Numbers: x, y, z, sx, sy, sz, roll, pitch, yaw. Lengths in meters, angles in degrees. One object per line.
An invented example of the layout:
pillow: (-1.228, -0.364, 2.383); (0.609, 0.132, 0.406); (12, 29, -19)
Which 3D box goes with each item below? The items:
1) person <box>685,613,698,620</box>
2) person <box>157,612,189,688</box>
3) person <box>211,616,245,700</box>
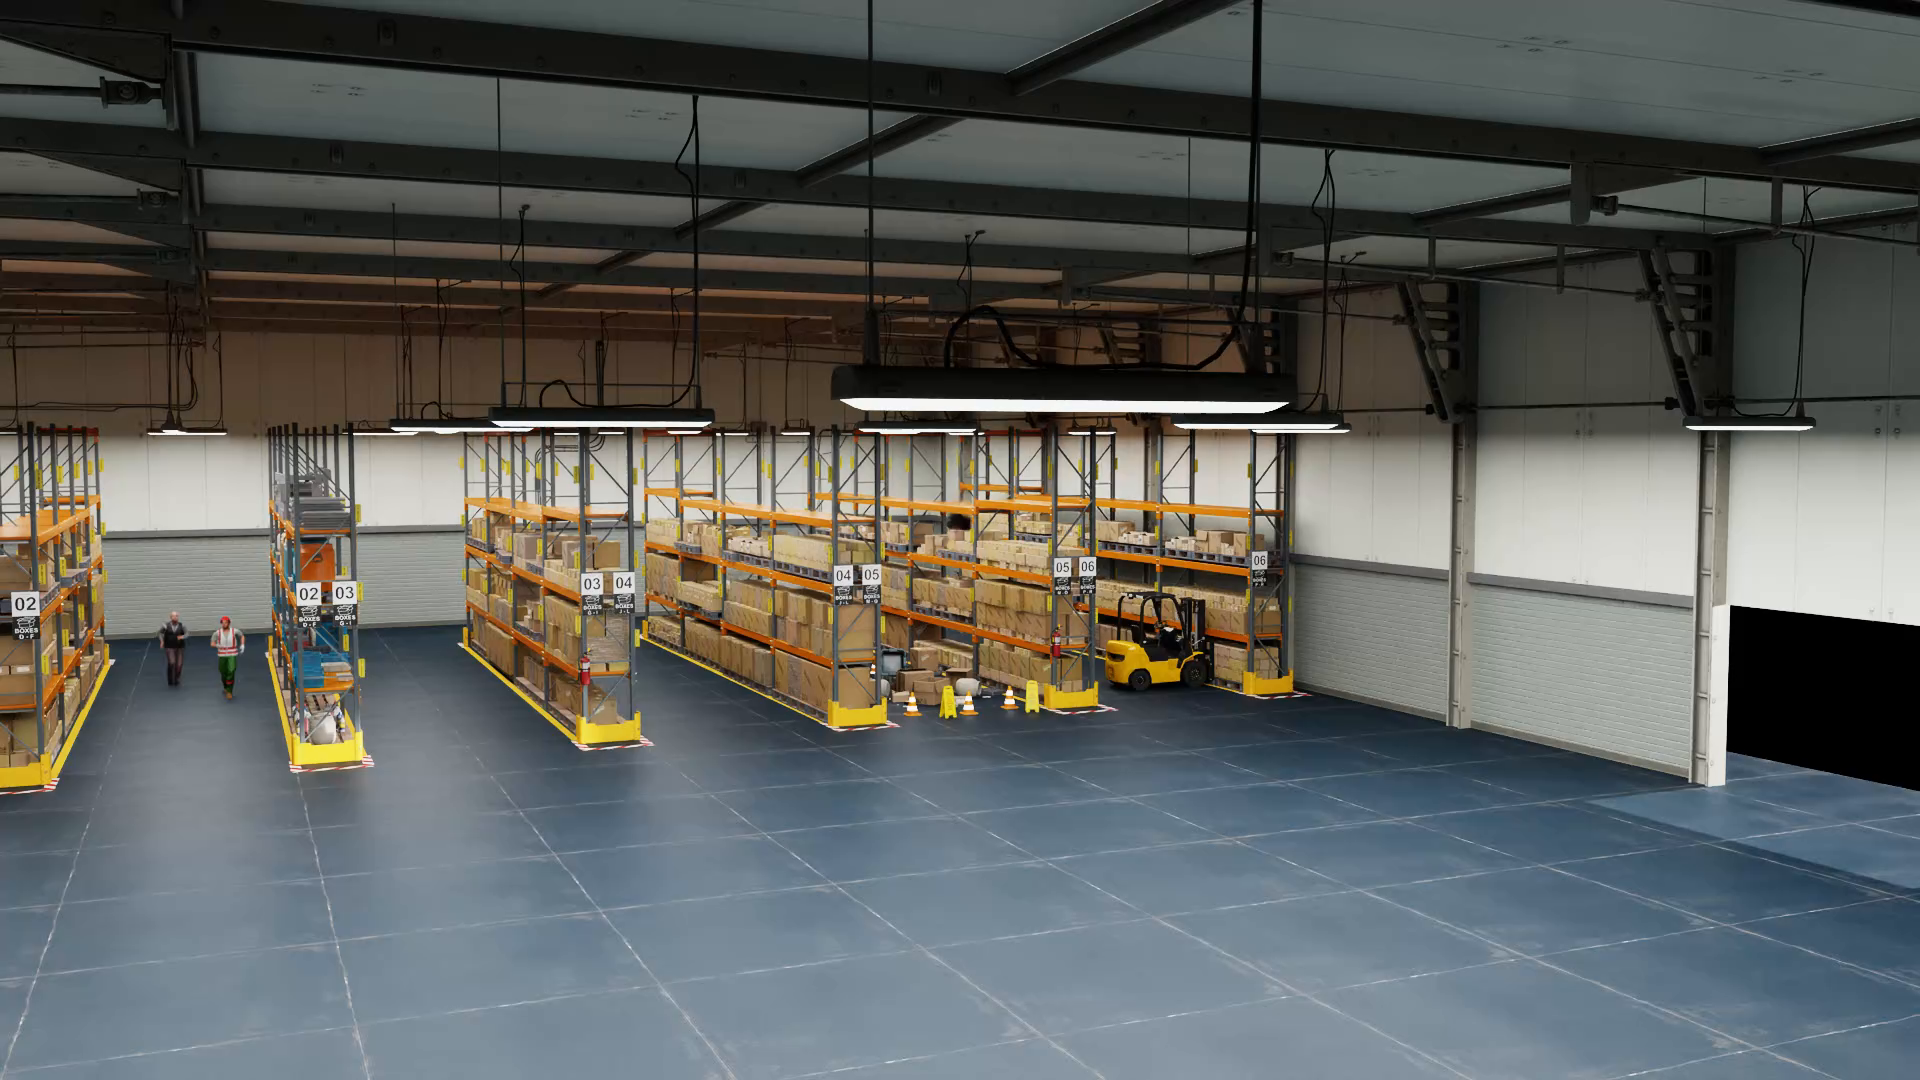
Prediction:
person: (-7.965, 1.840, 49.341); (0.678, 1.820, 0.642); (-2, 4, -32)
person: (-18.109, 2.525, 38.341); (0.628, 1.732, 0.706); (-3, 4, -36)
person: (-16.172, 2.576, 36.709); (0.668, 1.786, 0.981); (-1, 4, -17)
